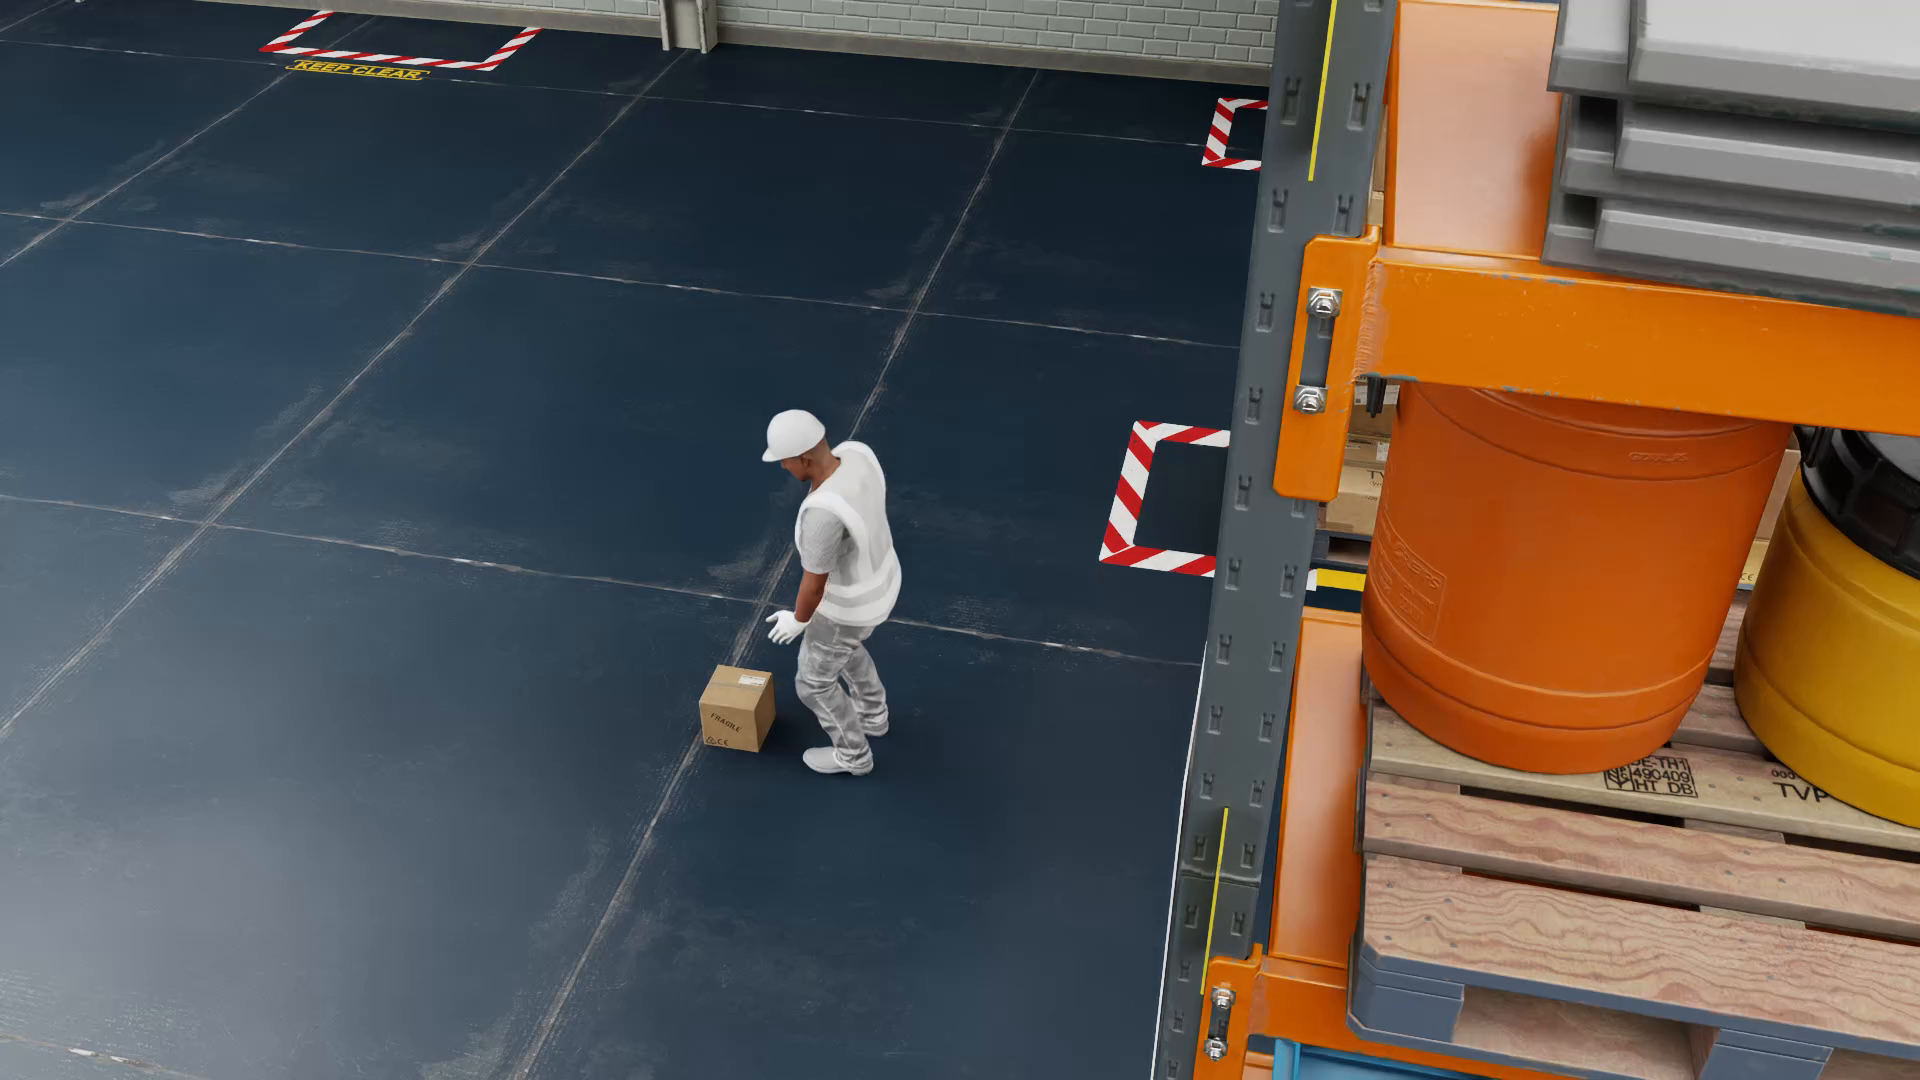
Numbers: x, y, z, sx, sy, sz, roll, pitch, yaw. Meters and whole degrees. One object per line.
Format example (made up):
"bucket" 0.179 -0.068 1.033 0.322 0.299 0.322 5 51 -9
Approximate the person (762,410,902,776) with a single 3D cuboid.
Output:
"person" -0.506 0.226 6.707 0.497 1.709 0.580 9 37 12
